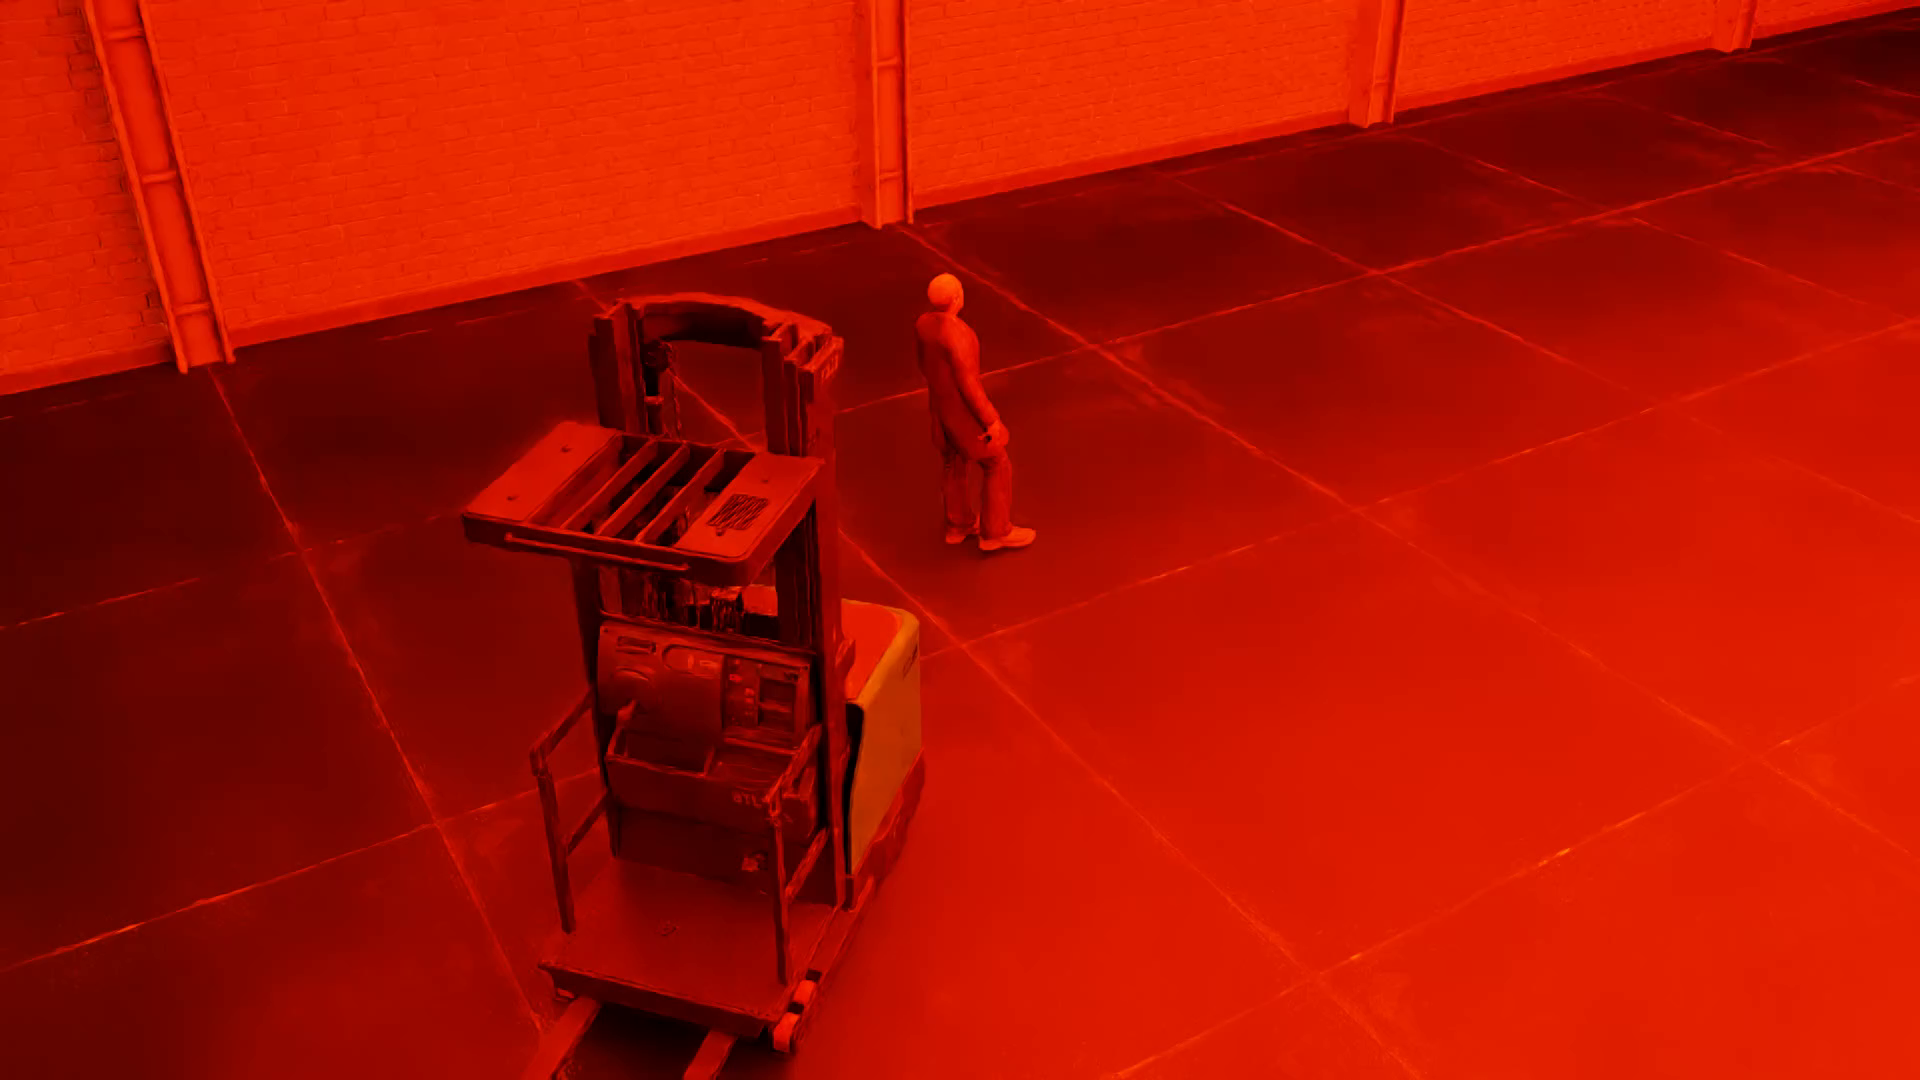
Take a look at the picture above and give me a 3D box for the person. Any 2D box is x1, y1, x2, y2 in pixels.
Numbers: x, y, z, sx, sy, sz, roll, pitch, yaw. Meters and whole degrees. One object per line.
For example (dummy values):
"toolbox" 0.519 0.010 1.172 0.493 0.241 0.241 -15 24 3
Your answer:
"person" 0.079 -0.792 10.075 0.586 1.775 0.694 -17 35 -26

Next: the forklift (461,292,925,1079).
"forklift" -1.105 0.646 6.569 1.130 2.935 3.031 9 32 15
